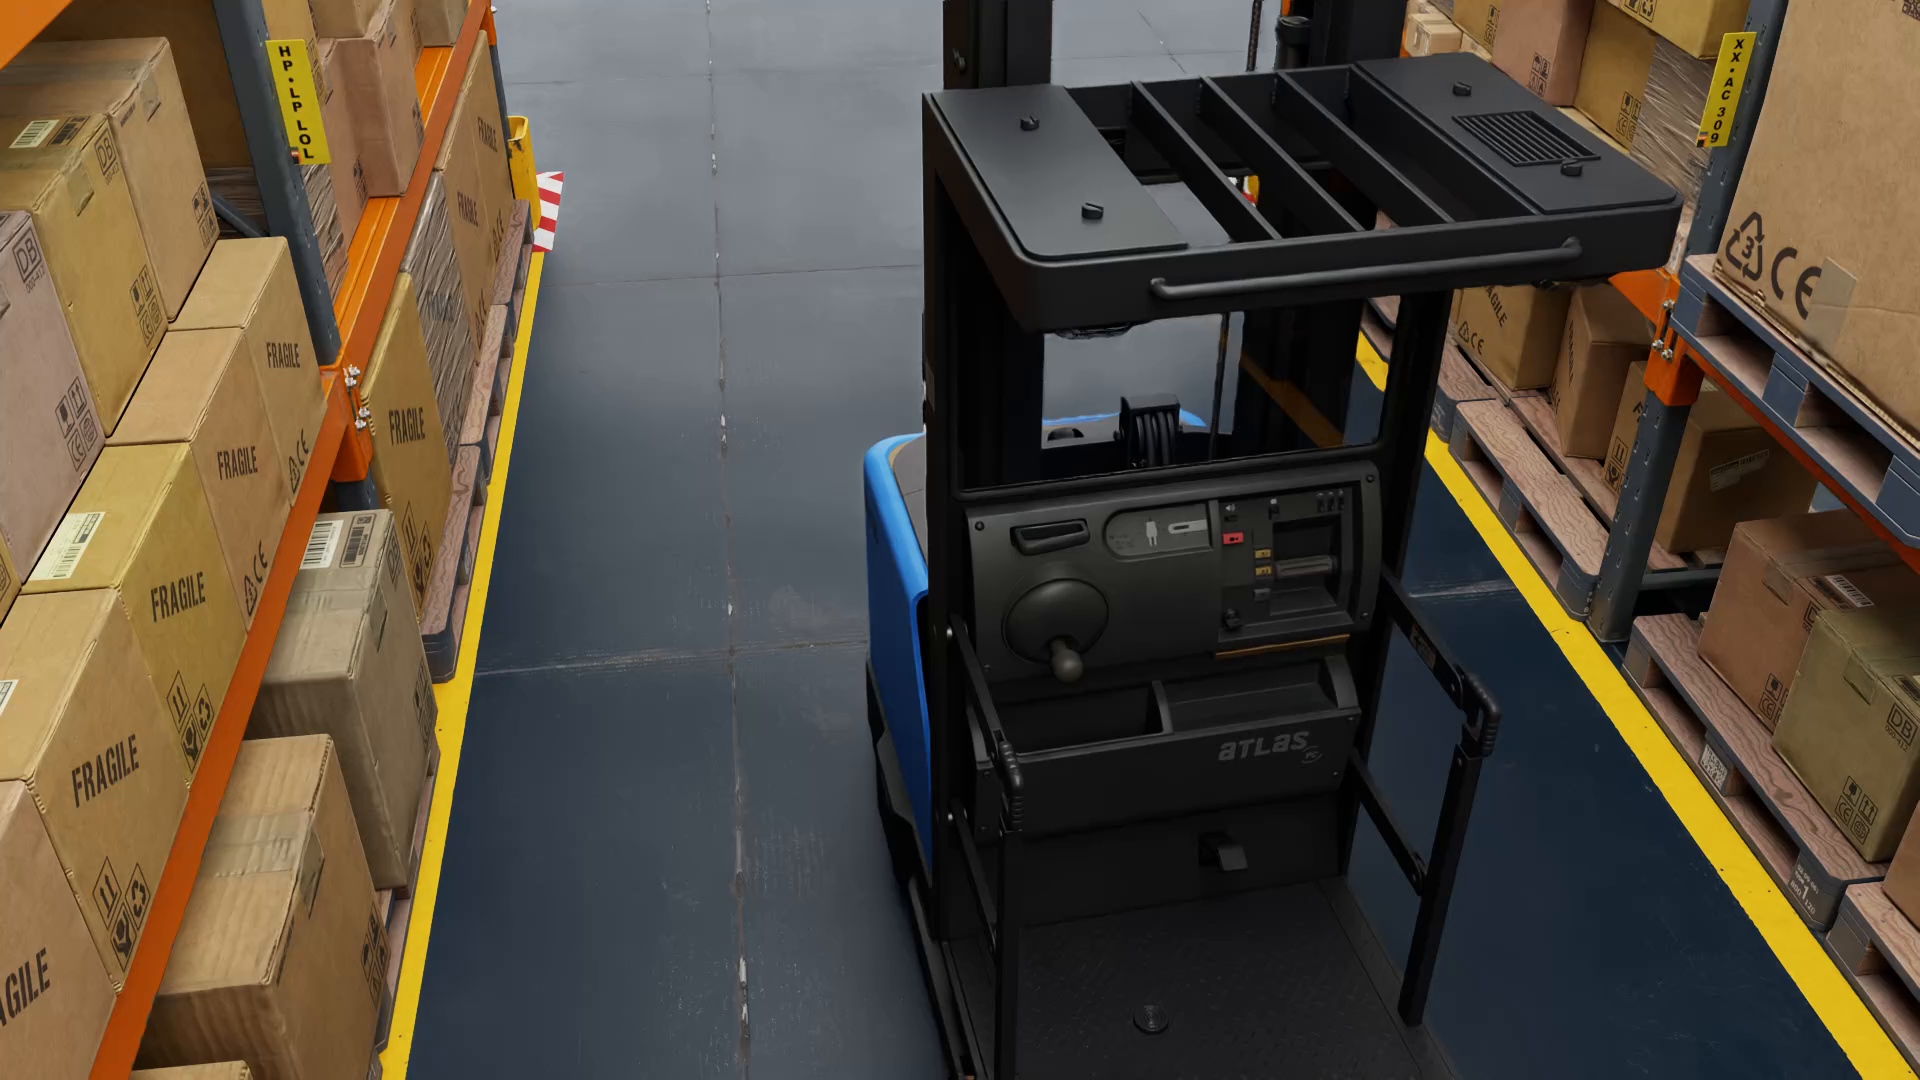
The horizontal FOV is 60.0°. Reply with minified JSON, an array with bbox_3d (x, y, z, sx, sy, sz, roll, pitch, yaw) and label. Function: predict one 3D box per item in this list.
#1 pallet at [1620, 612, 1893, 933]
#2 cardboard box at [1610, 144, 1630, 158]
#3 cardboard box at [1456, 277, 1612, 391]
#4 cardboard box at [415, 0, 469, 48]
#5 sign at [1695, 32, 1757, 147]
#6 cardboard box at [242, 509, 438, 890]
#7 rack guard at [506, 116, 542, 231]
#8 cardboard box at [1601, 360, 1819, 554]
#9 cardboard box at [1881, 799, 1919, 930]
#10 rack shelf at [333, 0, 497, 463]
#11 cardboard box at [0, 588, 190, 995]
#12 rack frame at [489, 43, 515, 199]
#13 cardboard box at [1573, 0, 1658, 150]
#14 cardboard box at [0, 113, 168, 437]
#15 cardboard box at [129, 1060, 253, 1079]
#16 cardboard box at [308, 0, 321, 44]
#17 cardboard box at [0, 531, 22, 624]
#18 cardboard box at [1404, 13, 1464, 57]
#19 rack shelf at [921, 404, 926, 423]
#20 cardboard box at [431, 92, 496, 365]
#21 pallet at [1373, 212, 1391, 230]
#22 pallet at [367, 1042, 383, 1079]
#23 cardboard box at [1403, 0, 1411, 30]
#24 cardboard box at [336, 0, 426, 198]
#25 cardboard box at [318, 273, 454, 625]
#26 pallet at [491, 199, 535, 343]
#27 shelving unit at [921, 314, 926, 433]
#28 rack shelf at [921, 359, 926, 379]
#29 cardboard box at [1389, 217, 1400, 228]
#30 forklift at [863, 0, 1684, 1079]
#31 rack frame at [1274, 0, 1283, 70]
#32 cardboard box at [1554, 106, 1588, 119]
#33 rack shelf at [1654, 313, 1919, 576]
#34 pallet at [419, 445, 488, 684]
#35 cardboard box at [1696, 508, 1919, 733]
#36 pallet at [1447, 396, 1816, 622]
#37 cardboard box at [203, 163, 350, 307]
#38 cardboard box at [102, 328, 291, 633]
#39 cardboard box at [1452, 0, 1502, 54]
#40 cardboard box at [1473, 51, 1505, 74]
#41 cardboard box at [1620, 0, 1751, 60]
[{"bbox_3d":[2.795,0.637,5.127,1.003,0.211,1.213,-4,35,-6],"label":"pallet"},{"bbox_3d":[2.371,-1.227,5.611,0.380,0.149,0.250,-4,35,-6],"label":"cardboard box"},{"bbox_3d":[2.429,-0.976,6.865,0.500,0.500,0.500,-7,35,-11],"label":"cardboard box"},{"bbox_3d":[-2.587,-2.415,6.997,0.875,0.550,0.550,-4,35,-6],"label":"cardboard box"},{"bbox_3d":[2.153,-1.262,4.669,0.100,0.325,0.005,-4,35,-6],"label":"sign"},{"bbox_3d":[-2.067,0.466,4.528,1.050,0.750,0.750,-5,35,-7],"label":"cardboard box"},{"bbox_3d":[-2.781,-1.843,8.510,1.175,0.500,0.348,-4,35,-6],"label":"rack guard"},{"bbox_3d":[2.675,-0.316,5.897,0.500,0.500,0.500,-5,35,-8],"label":"cardboard box"},{"bbox_3d":[2.872,0.826,4.203,0.700,0.500,0.500,-7,35,-10],"label":"cardboard box"},{"bbox_3d":[-2.508,-1.449,6.351,1.077,0.370,4.000,-4,35,-6],"label":"rack shelf"},{"bbox_3d":[-1.698,0.447,2.842,0.500,0.500,0.500,-5,35,-7],"label":"cardboard box"},{"bbox_3d":[-2.777,-2.862,7.786,1.000,3.000,0.127,-4,35,-6],"label":"rack frame"},{"bbox_3d":[2.658,-1.651,5.656,0.875,0.500,0.500,-4,35,-6],"label":"cardboard box"},{"bbox_3d":[-2.096,-0.521,3.374,0.700,0.500,0.500,-5,35,-7],"label":"cardboard box"},{"bbox_3d":[-1.815,1.524,2.975,1.050,0.750,0.750,-4,34,-6],"label":"cardboard box"},{"bbox_3d":[-2.444,-1.645,4.908,0.875,0.550,0.550,-4,35,-6],"label":"cardboard box"},{"bbox_3d":[-1.961,0.043,2.547,0.700,0.500,0.500,-5,35,-7],"label":"cardboard box"},{"bbox_3d":[2.059,-2.056,6.827,0.380,0.149,0.250,-4,35,-6],"label":"cardboard box"},{"bbox_3d":[0.001,-0.414,5.958,0.258,0.077,0.200,-4,35,-6],"label":"rack shelf"},{"bbox_3d":[-2.500,-1.293,6.998,0.875,0.875,0.875,-5,35,-7],"label":"cardboard box"},{"bbox_3d":[2.236,-1.531,8.309,1.003,0.211,1.213,-4,35,-6],"label":"pallet"},{"bbox_3d":[-1.894,1.629,3.671,1.003,0.211,1.213,-4,35,-6],"label":"pallet"},{"bbox_3d":[2.067,-2.341,7.244,0.380,0.149,0.250,-4,35,-6],"label":"cardboard box"},{"bbox_3d":[-2.353,-1.512,5.672,0.875,0.550,0.550,-4,35,-6],"label":"cardboard box"},{"bbox_3d":[-2.255,-0.282,5.514,0.875,0.875,0.875,-4,34,-6],"label":"cardboard box"},{"bbox_3d":[-2.592,-1.269,7.925,1.003,0.211,1.213,-4,35,-6],"label":"pallet"},{"bbox_3d":[0.001,-0.367,5.990,0.258,0.900,0.210,-4,35,-6],"label":"shelving unit"},{"bbox_3d":[0.001,-0.563,5.857,0.258,0.077,0.200,-4,35,-6],"label":"rack shelf"},{"bbox_3d":[2.333,-1.641,7.842,0.500,0.500,0.500,4,35,6],"label":"cardboard box"},{"bbox_3d":[0.525,0.134,3.450,1.130,2.935,3.031,-7,35,-10],"label":"forklift"},{"bbox_3d":[2.151,-3.181,8.255,1.000,3.000,0.127,-4,35,-6],"label":"rack frame"},{"bbox_3d":[2.324,-1.508,6.022,0.380,0.149,0.250,-4,35,-6],"label":"cardboard box"},{"bbox_3d":[2.958,0.464,3.544,1.077,0.370,4.000,-4,35,-6],"label":"rack shelf"},{"bbox_3d":[-2.264,0.092,5.927,1.003,0.211,1.213,-4,35,-6],"label":"pallet"},{"bbox_3d":[2.750,0.246,5.054,0.700,0.500,0.500,-7,35,-10],"label":"cardboard box"},{"bbox_3d":[2.564,-0.169,6.311,1.003,0.211,1.213,-4,35,-6],"label":"pallet"},{"bbox_3d":[-2.301,-0.897,4.769,0.875,0.550,0.550,-4,35,-6],"label":"cardboard box"},{"bbox_3d":[-1.836,-0.118,3.671,0.500,0.500,0.500,-5,35,-7],"label":"cardboard box"},{"bbox_3d":[2.464,-2.204,6.468,0.875,0.500,0.500,-4,35,-6],"label":"cardboard box"},{"bbox_3d":[2.182,-1.781,6.423,0.380,0.149,0.250,-4,35,-6],"label":"cardboard box"},{"bbox_3d":[2.356,-1.757,4.924,0.500,0.500,0.500,-4,35,-6],"label":"cardboard box"}]
